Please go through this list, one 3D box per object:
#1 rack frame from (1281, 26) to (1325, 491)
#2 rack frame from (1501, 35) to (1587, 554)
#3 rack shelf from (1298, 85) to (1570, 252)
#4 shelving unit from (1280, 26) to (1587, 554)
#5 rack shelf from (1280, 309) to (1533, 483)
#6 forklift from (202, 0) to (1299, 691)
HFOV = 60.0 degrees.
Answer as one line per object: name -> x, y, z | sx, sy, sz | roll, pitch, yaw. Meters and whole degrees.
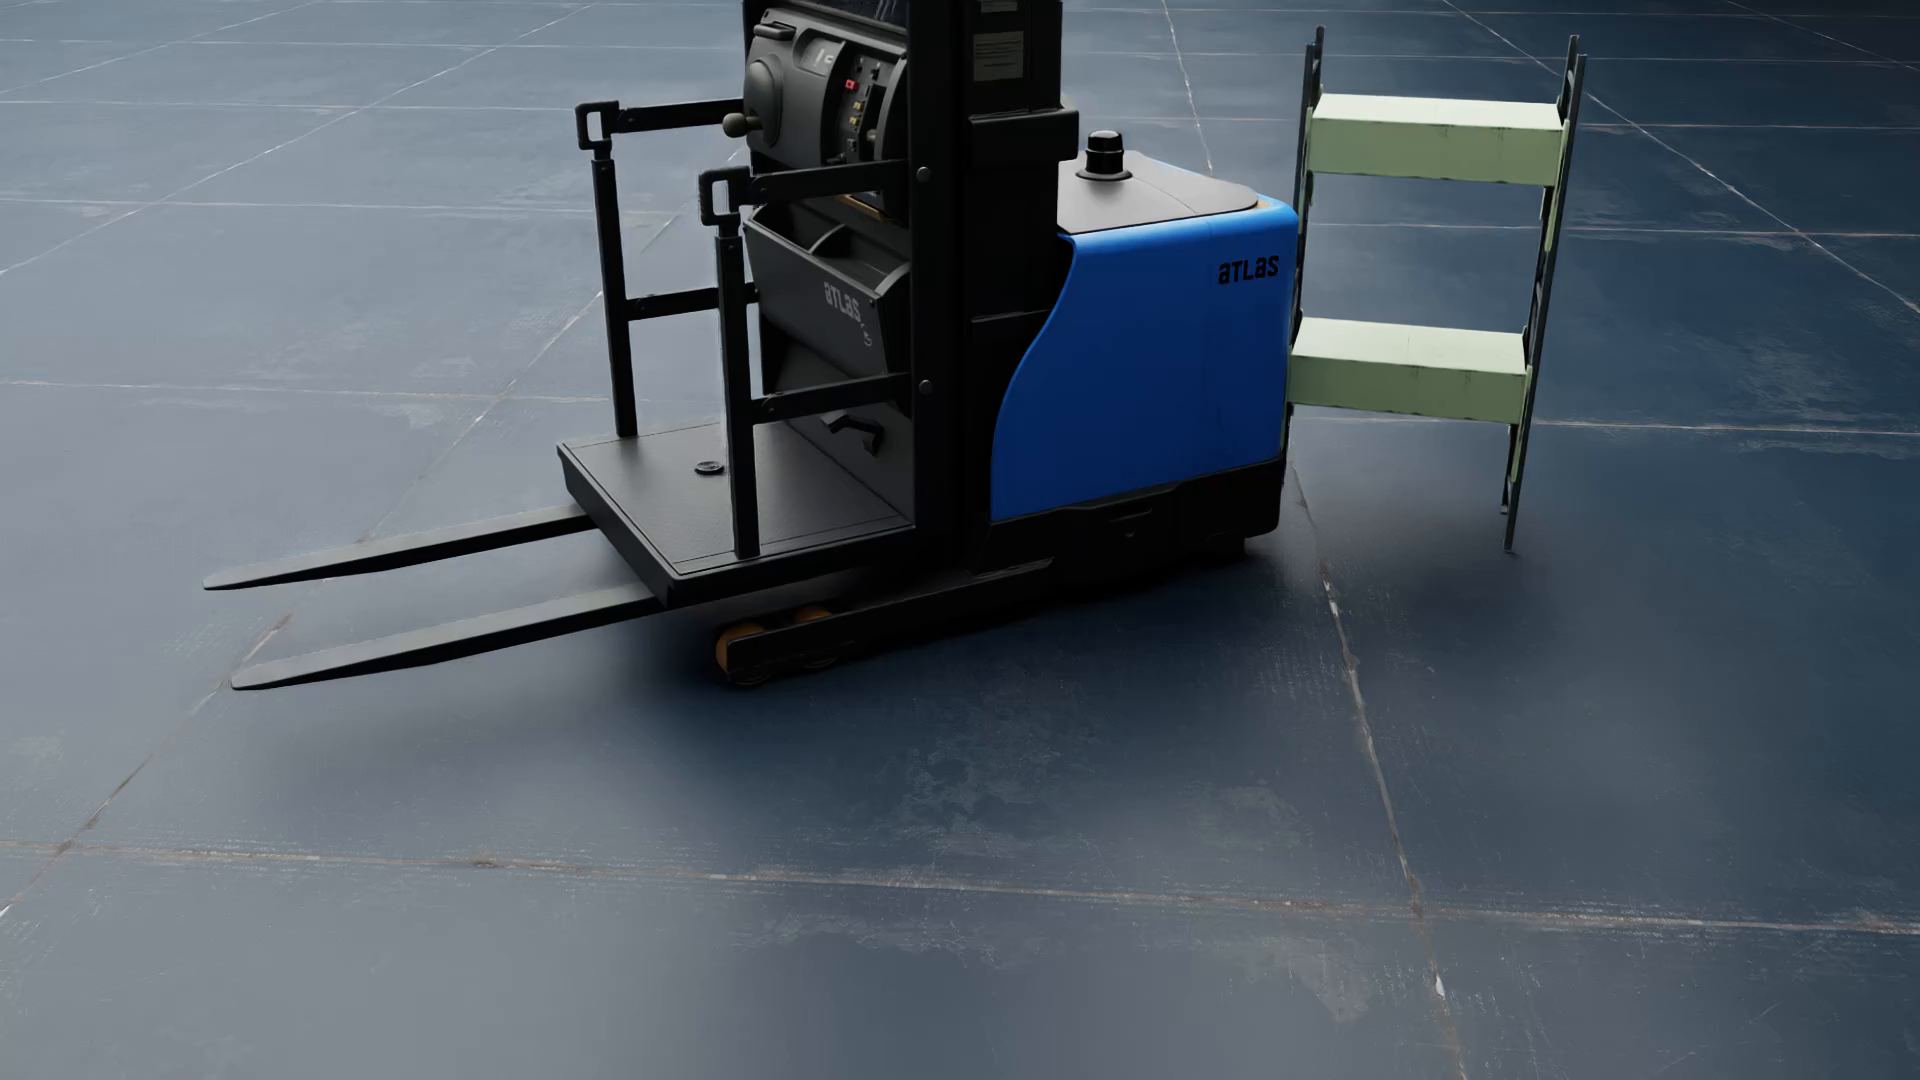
rack frame -> 1.046, -0.803, 5.200 | 0.023, 1.500, 0.400 | 7, 26, 14
rack frame -> 1.751, -0.721, 5.022 | 0.023, 1.500, 0.400 | 7, 26, 14
rack shelf -> 1.399, -1.116, 4.948 | 0.720, 0.370, 0.431 | 7, 26, 14
shelving unit -> 1.399, -0.762, 5.111 | 0.755, 1.500, 0.431 | 7, 26, 14
rack shelf -> 1.399, -0.465, 5.247 | 0.720, 0.370, 0.431 | 7, 26, 14
forklift -> -0.552, -1.198, 4.347 | 3.031, 2.935, 1.130 | -13, 28, -26
